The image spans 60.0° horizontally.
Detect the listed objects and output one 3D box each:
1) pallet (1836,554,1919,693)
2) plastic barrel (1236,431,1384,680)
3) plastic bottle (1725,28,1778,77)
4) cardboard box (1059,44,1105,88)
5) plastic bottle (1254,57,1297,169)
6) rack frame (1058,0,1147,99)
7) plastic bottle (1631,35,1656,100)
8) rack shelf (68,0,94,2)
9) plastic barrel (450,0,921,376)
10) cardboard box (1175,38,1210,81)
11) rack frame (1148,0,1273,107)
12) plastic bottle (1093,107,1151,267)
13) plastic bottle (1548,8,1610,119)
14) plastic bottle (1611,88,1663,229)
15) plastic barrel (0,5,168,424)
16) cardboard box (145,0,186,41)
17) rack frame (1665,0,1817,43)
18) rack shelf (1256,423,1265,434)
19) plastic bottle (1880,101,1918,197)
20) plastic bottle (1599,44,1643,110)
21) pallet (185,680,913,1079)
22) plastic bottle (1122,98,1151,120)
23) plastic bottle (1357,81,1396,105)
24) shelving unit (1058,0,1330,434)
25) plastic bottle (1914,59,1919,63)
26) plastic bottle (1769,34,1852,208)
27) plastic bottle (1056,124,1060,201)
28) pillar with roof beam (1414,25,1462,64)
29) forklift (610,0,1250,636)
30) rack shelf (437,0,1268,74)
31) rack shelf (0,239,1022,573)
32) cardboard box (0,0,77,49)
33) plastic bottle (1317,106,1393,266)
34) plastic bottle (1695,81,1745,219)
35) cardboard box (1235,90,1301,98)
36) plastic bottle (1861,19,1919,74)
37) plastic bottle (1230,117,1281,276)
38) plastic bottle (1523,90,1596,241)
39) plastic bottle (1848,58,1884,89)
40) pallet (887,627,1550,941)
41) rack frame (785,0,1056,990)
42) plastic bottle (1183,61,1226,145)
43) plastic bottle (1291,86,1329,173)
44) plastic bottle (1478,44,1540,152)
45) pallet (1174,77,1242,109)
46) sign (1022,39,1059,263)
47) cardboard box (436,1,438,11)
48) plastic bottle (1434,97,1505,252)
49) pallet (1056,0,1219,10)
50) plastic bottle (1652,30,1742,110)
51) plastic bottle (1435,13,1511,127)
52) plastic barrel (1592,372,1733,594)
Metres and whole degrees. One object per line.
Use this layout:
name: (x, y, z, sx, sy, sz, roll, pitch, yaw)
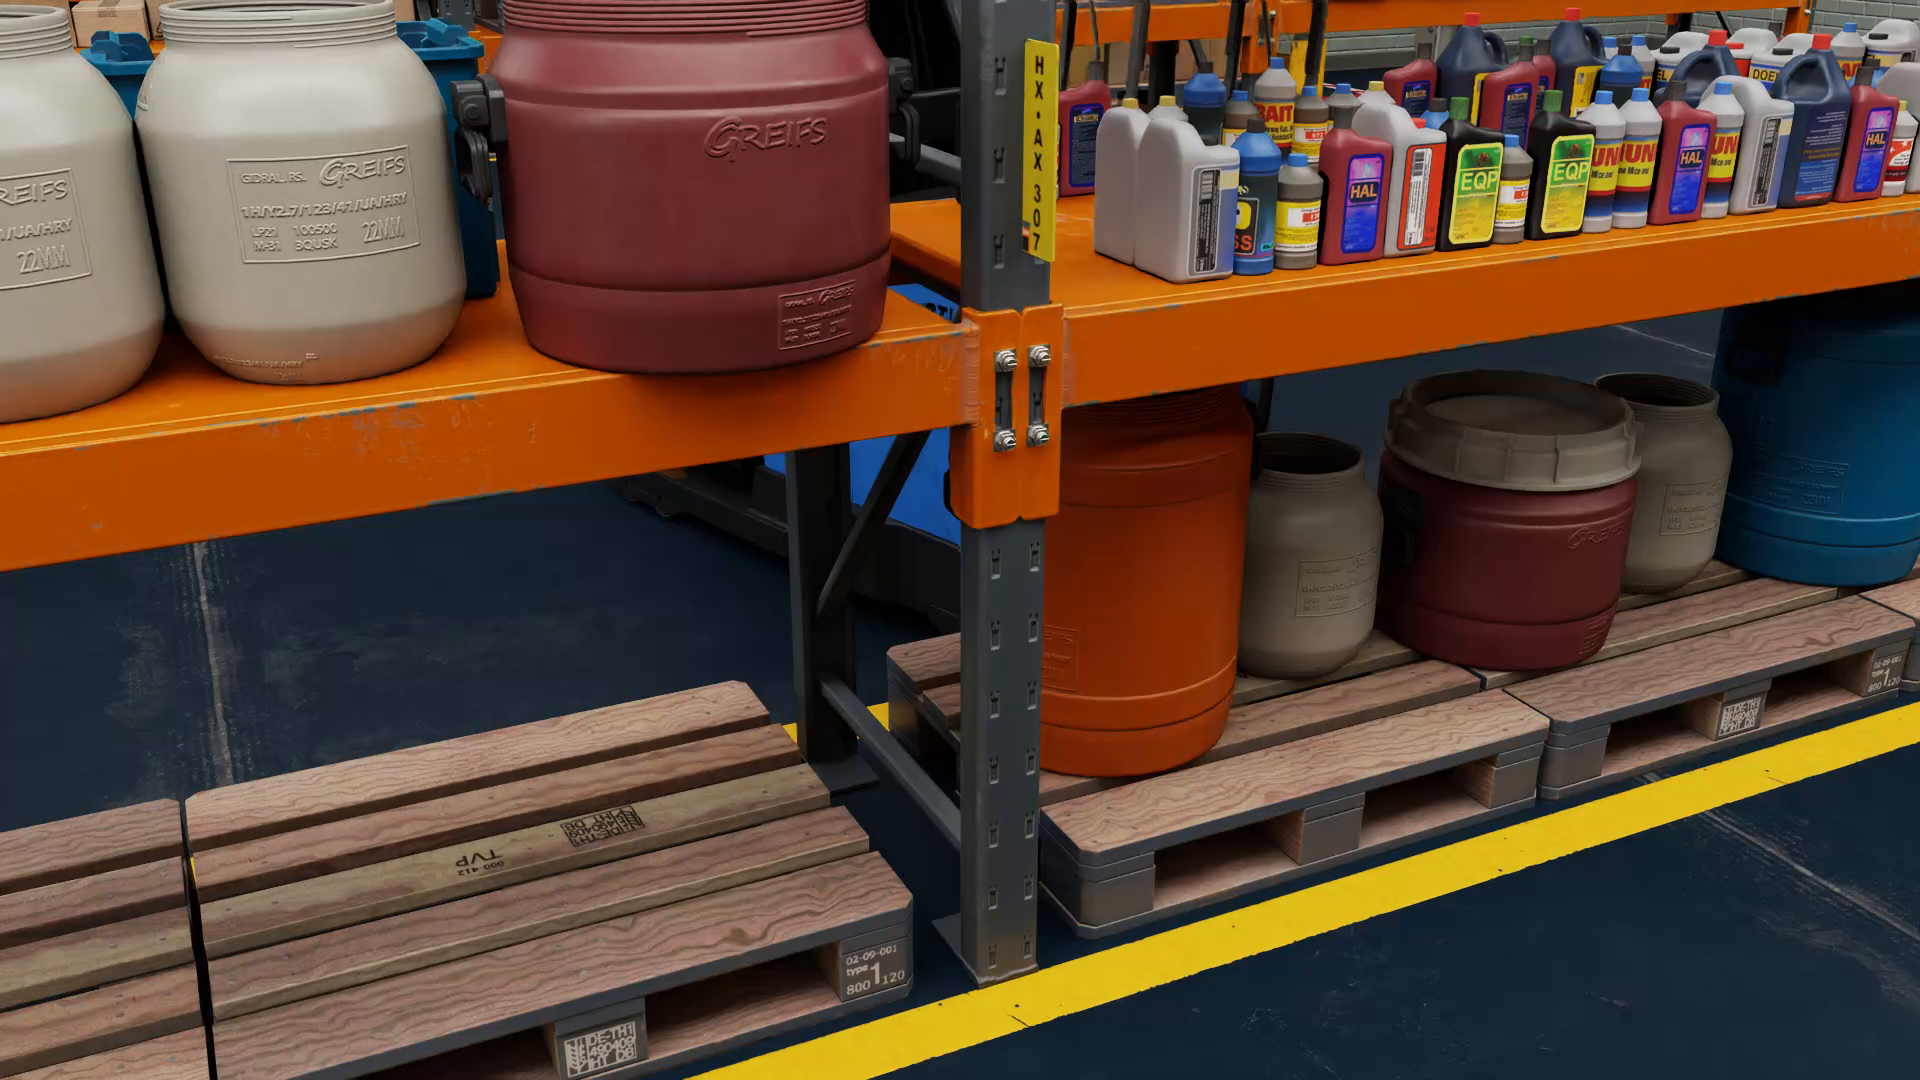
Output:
pallet: (2.769, 0.029, 4.904, 1.213, 0.211, 1.003, -10, 25, -24)
plastic barrel: (0.782, 0.034, 3.949, 0.421, 0.512, 0.421, 0, 22, 0)
plastic bottle: (2.066, -1.217, 4.430, 0.135, 0.276, 0.152, -10, 25, -24)
cardboard box: (0.821, -4.082, 13.908, 0.500, 0.500, 0.700, -10, 24, -22)
plastic bottle: (0.728, -0.980, 3.864, 0.097, 0.271, 0.097, 0, 22, 0)
rack frame: (0.302, -0.757, 4.146, 0.015, 2.100, 0.400, -5, 24, -22)
plastic bottle: (1.740, -1.166, 4.314, 0.097, 0.271, 0.097, 0, 22, 0)
rack shelf: (-6.221, -3.460, 10.627, 4.000, 0.370, 1.077, -10, 25, -24)
plastic barrel: (-0.409, -0.591, 2.578, 0.708, 0.536, 0.600, -10, 25, -24)
cardboard box: (1.752, -4.256, 14.330, 0.500, 0.500, 0.700, -11, 25, -24)
rack frame: (1.337, -3.081, 8.771, 0.127, 3.000, 1.000, -10, 25, -24)
plastic bottle: (0.342, -0.665, 3.097, 0.135, 0.276, 0.152, -10, 25, -24)
plastic bottle: (1.536, -1.155, 4.184, 0.185, 0.351, 0.144, -10, 25, -24)
plastic bottle: (1.357, -0.774, 3.366, 0.097, 0.271, 0.097, 0, 22, 0)
plastic barrel: (-1.336, -0.447, 2.262, 0.421, 0.512, 0.421, 0, 22, 0)
cardboard box: (-3.157, -2.295, 6.988, 0.500, 0.311, 0.500, -11, 25, -24)
rack frame: (4.942, -3.744, 10.374, 0.127, 3.000, 1.000, -10, 25, -24)
rack shelf: (0.478, -0.118, 4.506, 0.480, 0.518, 0.431, -5, 24, -22)
plastic bottle: (2.061, -0.871, 3.692, 0.097, 0.201, 0.097, 0, 22, 0)
plastic bottle: (1.627, -1.084, 4.116, 0.097, 0.271, 0.097, 0, 22, 0)
pallet: (-0.837, 0.694, 3.298, 1.213, 0.211, 1.003, -10, 25, -24)
plastic bottle: (0.377, -0.883, 3.721, 0.097, 0.201, 0.097, 0, 22, 0)
plastic bottle: (0.991, -0.996, 3.995, 0.097, 0.201, 0.097, 0, 22, 0)
shelving unit: (0.527, -0.778, 4.238, 0.503, 2.100, 0.431, -5, 24, -22)
plastic bottle: (2.641, -1.235, 4.572, 0.097, 0.201, 0.097, 0, 22, 0)
plastic bottle: (1.803, -0.902, 3.573, 0.185, 0.351, 0.144, -10, 25, -24)
plastic bottle: (0.169, -0.845, 3.629, 0.097, 0.201, 0.097, 0, 22, 0)
pillar with roof beam: (6.715, -7.485, 11.567, 0.400, 9.000, 9.100, -10, 25, -24)
forklift: (-0.524, -1.547, 5.154, 1.130, 2.935, 3.031, -20, 30, -39)
rack shelf: (-0.465, -2.417, 8.107, 4.000, 0.370, 1.077, -10, 25, -24)
rack shelf: (-1.924, -0.046, 2.379, 4.000, 0.370, 1.077, -10, 25, -24)
cardboard box: (-3.772, -2.180, 6.463, 0.500, 0.500, 0.500, -12, 25, -26)
plastic bottle: (0.724, -0.655, 3.063, 0.133, 0.283, 0.061, -10, 25, -24)
plastic bottle: (1.565, -0.812, 3.458, 0.097, 0.271, 0.097, 0, 22, 0)
cardboard box: (1.728, -2.321, 9.629, 0.500, 0.500, 0.500, -10, 25, -24)
plastic bottle: (2.570, -1.310, 4.654, 0.135, 0.276, 0.152, -10, 25, -24)
plastic bottle: (0.525, -0.620, 2.995, 0.097, 0.271, 0.097, 0, 22, 0)
plastic bottle: (1.174, -0.738, 3.263, 0.133, 0.283, 0.061, -10, 25, -24)
plastic bottle: (2.083, -0.972, 3.844, 0.097, 0.271, 0.097, 0, 22, 0)
pallet: (0.570, 0.434, 3.927, 1.213, 0.211, 1.003, -10, 25, -24)
rack frame: (-0.122, -0.710, 3.043, 0.127, 3.000, 1.000, -10, 25, -24)
plastic bottle: (0.553, -0.948, 3.786, 0.097, 0.271, 0.097, 0, 22, 0)
plastic bottle: (0.816, -0.964, 3.917, 0.097, 0.201, 0.097, 0, 22, 0)
plastic bottle: (1.316, -1.041, 3.994, 0.133, 0.283, 0.061, -10, 25, -24)
pallet: (2.103, -4.003, 14.644, 1.213, 0.211, 1.003, -10, 25, -24)
sign: (0.123, -0.597, 2.556, 0.005, 0.325, 0.100, -10, 25, -24)
cardboard box: (-3.699, -3.401, 11.807, 0.750, 0.750, 0.750, -11, 25, -24)
plastic bottle: (0.966, -0.699, 3.170, 0.133, 0.283, 0.061, -10, 25, -24)
pallet: (0.570, -2.897, 8.578, 1.213, 0.211, 1.003, -10, 25, -24)
plastic bottle: (1.616, -0.933, 3.646, 0.185, 0.351, 0.144, -10, 25, -24)
plastic bottle: (1.249, -1.103, 4.056, 0.185, 0.351, 0.144, -10, 25, -24)
plastic barrel: (1.799, -0.153, 4.402, 0.421, 0.512, 0.421, 0, 22, 0)
